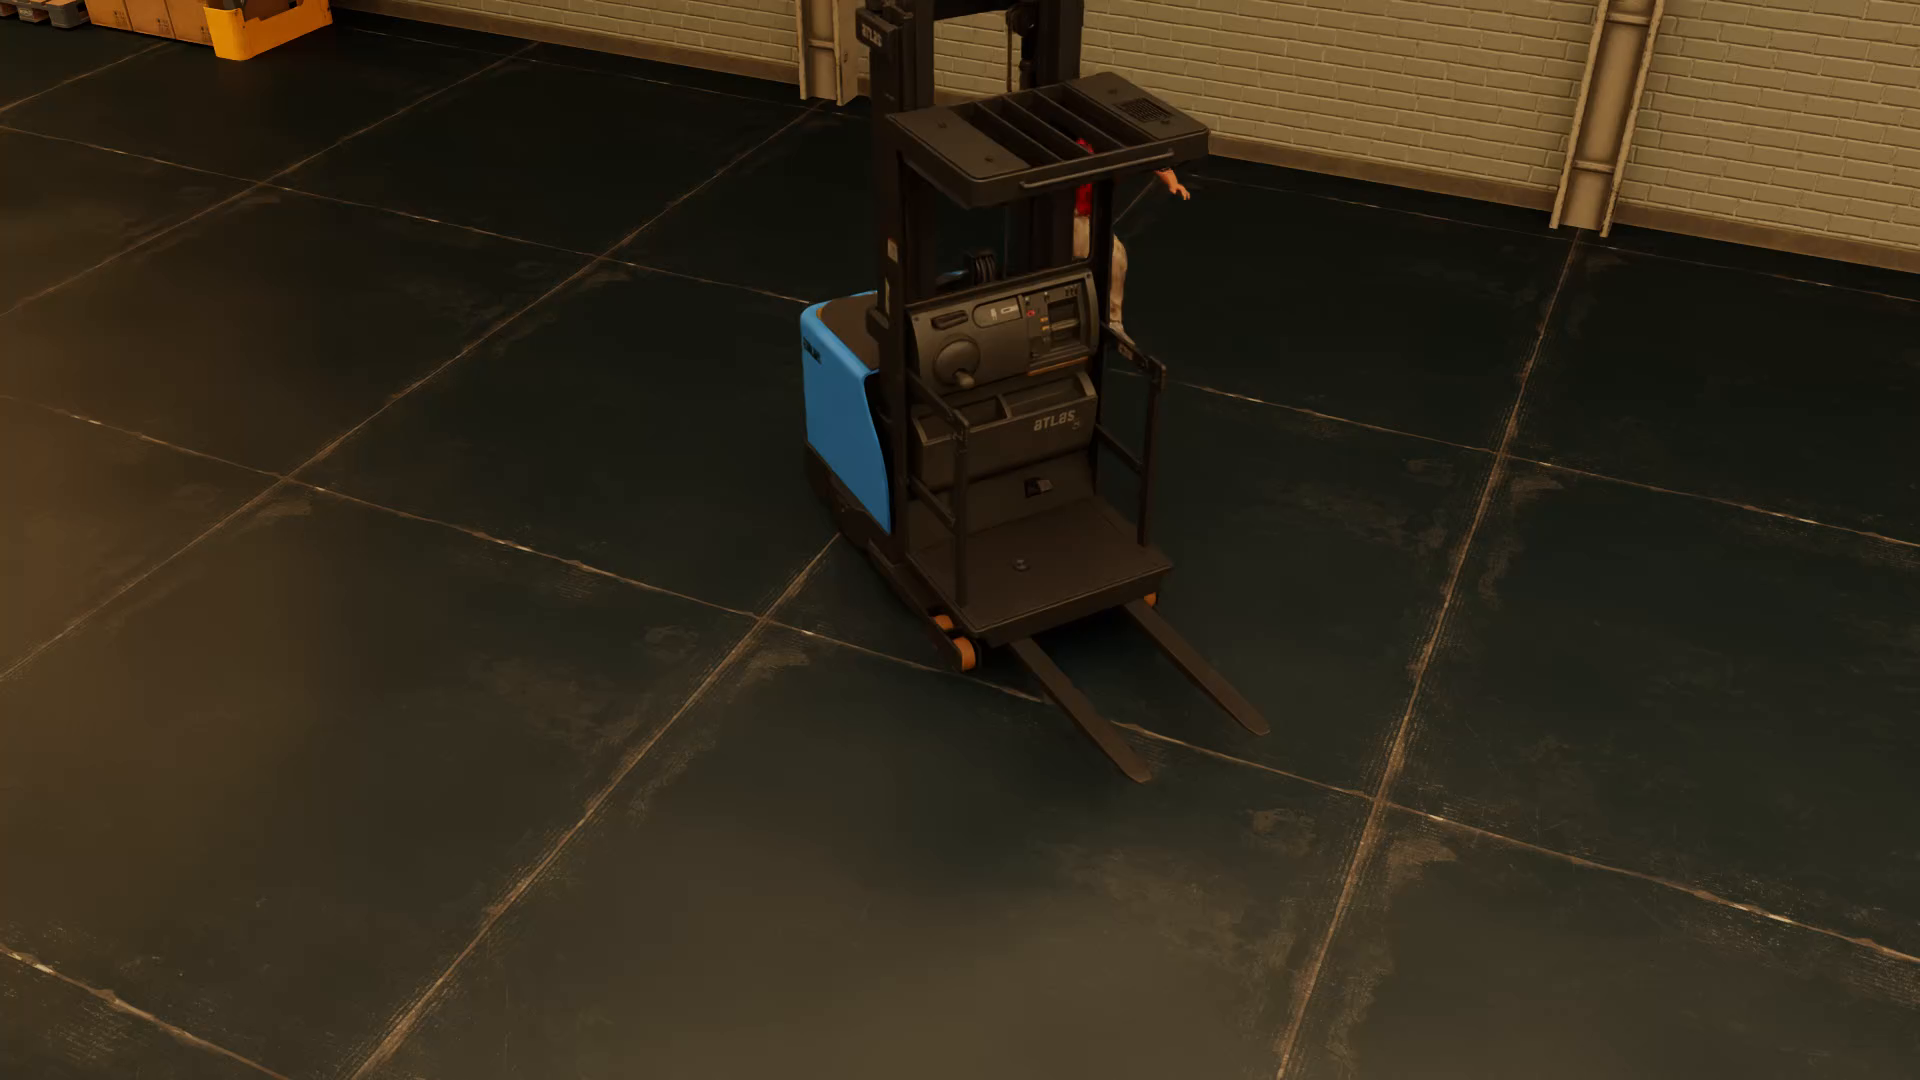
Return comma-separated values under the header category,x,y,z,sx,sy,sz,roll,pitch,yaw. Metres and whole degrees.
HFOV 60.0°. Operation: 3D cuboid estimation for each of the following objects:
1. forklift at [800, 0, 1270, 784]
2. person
category,x,y,z,sx,sy,sz,roll,pitch,yaw
forklift,0.313,-0.879,7.319,1.130,2.935,3.031,-17,39,-23
person,0.833,-1.807,9.858,0.956,1.486,0.997,14,38,19
